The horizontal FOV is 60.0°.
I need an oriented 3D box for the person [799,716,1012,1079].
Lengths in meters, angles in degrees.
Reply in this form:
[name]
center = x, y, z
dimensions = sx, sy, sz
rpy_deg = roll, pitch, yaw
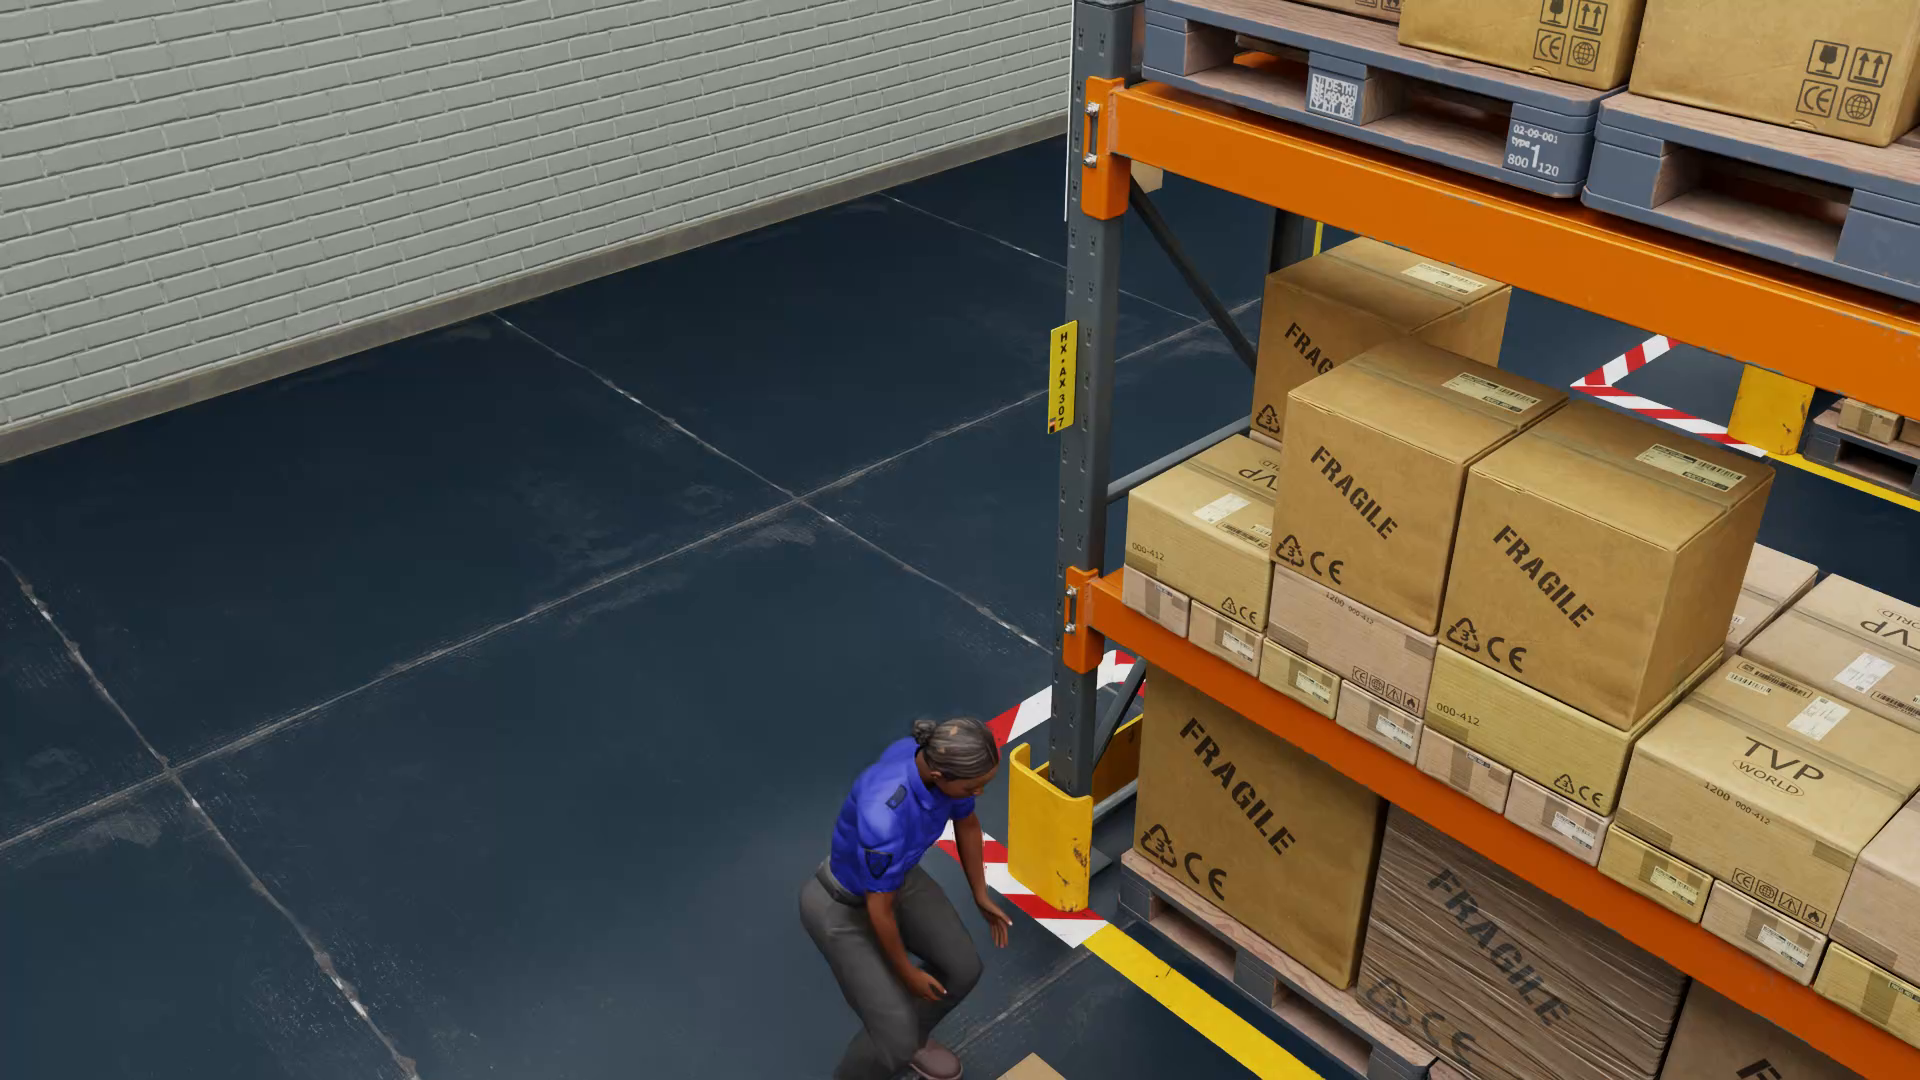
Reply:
[person]
center = -0.147, 1.034, 4.676
dimensions = 0.556, 1.465, 0.490
rpy_deg = 20, 37, 28
